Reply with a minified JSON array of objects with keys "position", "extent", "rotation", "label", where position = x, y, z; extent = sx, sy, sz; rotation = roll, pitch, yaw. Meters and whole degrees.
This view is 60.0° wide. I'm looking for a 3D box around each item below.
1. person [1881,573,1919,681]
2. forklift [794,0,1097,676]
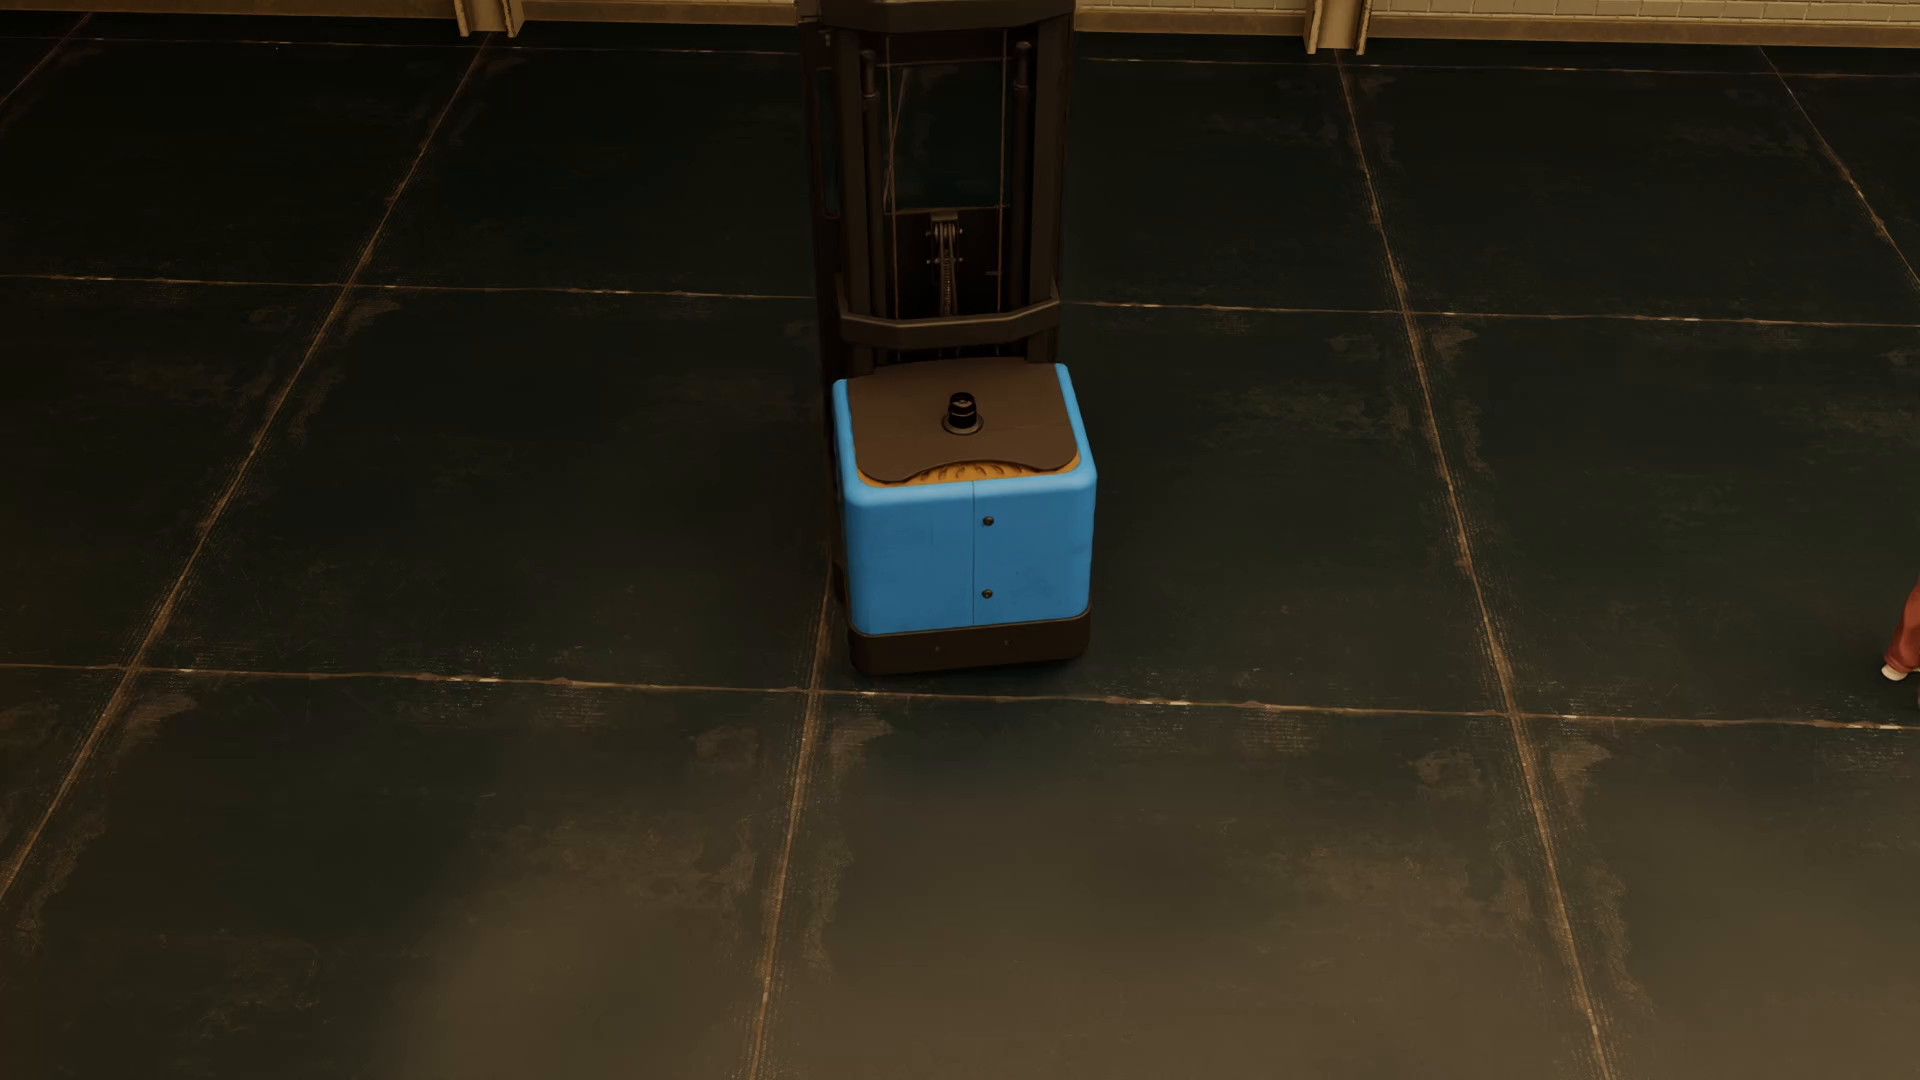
[{"position":[4.141,-0.025,6.699],"extent":[0.524,1.681,0.537],"rotation":[-7,43,-7],"label":"person"},{"position":[-0.126,-1.492,7.377],"extent":[1.130,2.935,3.031],"rotation":[-5,43,-5],"label":"forklift"}]
